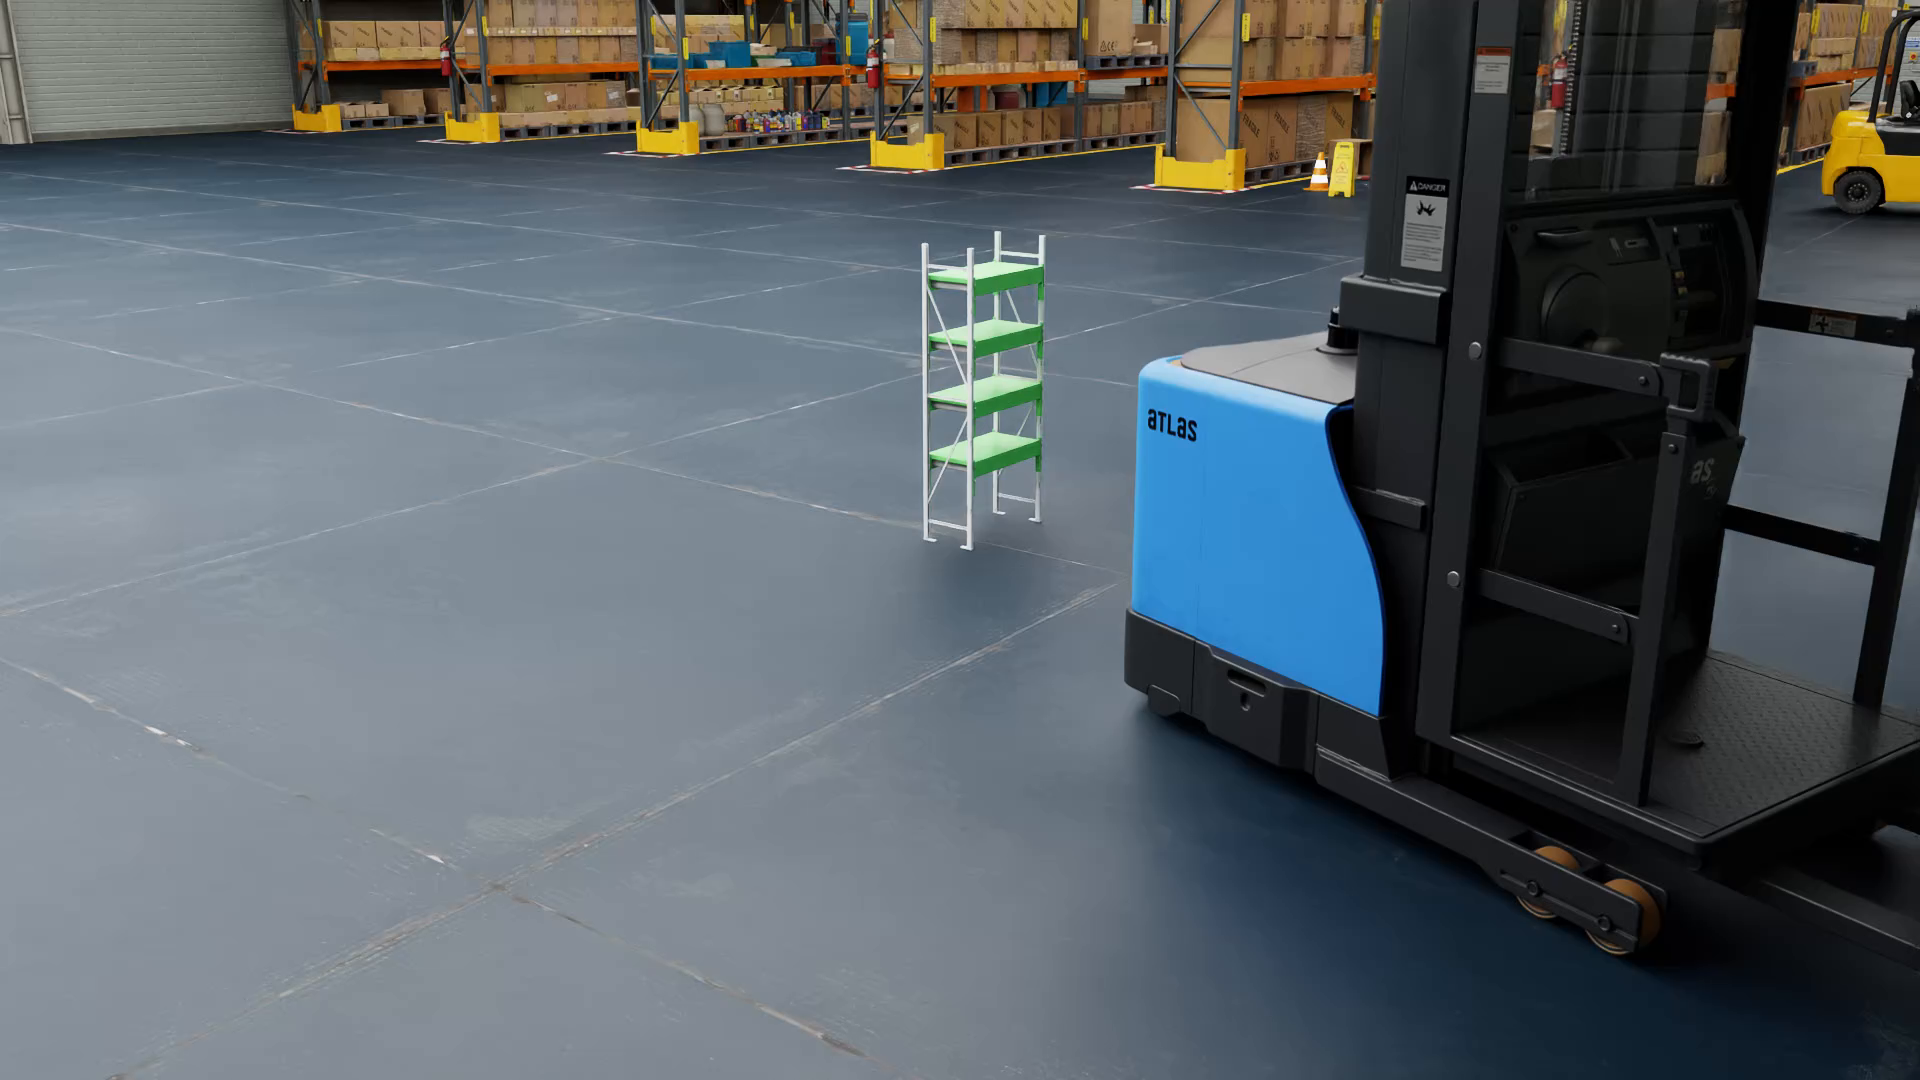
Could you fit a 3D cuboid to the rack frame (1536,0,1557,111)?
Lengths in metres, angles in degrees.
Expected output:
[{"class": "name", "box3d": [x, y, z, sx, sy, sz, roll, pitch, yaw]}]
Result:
[{"class": "rack frame", "box3d": [10.252, -8.863, 30.277, 1.000, 3.000, 0.127, 12, 21, 35]}]

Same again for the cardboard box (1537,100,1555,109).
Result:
[{"class": "cardboard box", "box3d": [10.835, -8.087, 30.873, 0.380, 0.149, 0.250, 14, 22, 37]}]

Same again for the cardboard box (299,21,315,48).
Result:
[{"class": "cardboard box", "box3d": [-12.646, -9.977, 32.820, 0.500, 0.500, 0.500, 12, 21, 34]}]

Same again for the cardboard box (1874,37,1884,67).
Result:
[{"class": "cardboard box", "box3d": [15.689, -8.485, 28.891, 0.500, 0.500, 0.500, 13, 22, 36]}]

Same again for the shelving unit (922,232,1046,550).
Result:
[{"class": "shelving unit", "box3d": [0.099, -0.612, 6.744, 0.258, 1.200, 0.503, 12, 21, 35]}]

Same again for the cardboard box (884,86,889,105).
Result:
[{"class": "cardboard box", "box3d": [-1.990, -10.247, 38.206, 0.500, 0.500, 0.500, 13, 21, 35]}]

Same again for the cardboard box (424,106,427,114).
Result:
[{"class": "cardboard box", "box3d": [-11.342, -8.955, 34.639, 0.380, 0.149, 0.250, 10, 20, 30]}]

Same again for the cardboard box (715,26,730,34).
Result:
[{"class": "cardboard box", "box3d": [-5.974, -12.311, 40.677, 0.500, 0.500, 0.500, 13, 21, 35]}]

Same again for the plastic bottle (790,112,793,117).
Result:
[{"class": "plastic bottle", "box3d": [-3.043, -7.547, 29.879, 0.061, 0.283, 0.133, 12, 21, 35]}]

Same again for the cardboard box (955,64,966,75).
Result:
[{"class": "cardboard box", "box3d": [-0.135, -6.924, 24.458, 0.380, 0.149, 0.250, 12, 21, 35]}]

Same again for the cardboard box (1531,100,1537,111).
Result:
[{"class": "cardboard box", "box3d": [10.013, -7.649, 29.875, 0.500, 0.500, 0.500, 12, 21, 34]}]

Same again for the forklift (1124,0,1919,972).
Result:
[{"class": "forklift", "box3d": [1.754, -0.622, 3.855, 1.130, 2.935, 3.031, -11, 21, -33]}]

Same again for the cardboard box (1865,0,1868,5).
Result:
[{"class": "cardboard box", "box3d": [14.823, -8.941, 27.579, 0.380, 0.149, 0.250, 13, 21, 35]}]

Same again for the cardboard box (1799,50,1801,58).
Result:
[{"class": "cardboard box", "box3d": [11.796, -6.944, 23.813, 0.380, 0.149, 0.250, 13, 21, 36]}]

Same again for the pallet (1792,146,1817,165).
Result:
[{"class": "pallet", "box3d": [12.434, -5.902, 25.445, 1.003, 0.211, 1.213, 12, 21, 35]}]

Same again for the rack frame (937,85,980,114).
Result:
[{"class": "rack frame", "box3d": [-0.033, -9.686, 32.928, 1.000, 3.000, 0.127, 12, 21, 35]}]

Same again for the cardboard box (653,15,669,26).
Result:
[{"class": "cardboard box", "box3d": [-7.192, -12.185, 39.006, 0.500, 0.250, 0.500, 12, 21, 34]}]

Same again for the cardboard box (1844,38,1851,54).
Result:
[{"class": "cardboard box", "box3d": [13.928, -7.911, 26.622, 0.500, 0.250, 0.500, 13, 22, 36]}]

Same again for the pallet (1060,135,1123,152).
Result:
[{"class": "pallet", "box3d": [2.024, -6.712, 28.053, 1.003, 0.211, 1.213, 12, 21, 35]}]

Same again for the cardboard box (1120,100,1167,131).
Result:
[{"class": "cardboard box", "box3d": [3.242, -7.530, 29.457, 0.700, 0.500, 0.500, 10, 20, 30]}]

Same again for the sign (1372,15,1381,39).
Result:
[{"class": "sign", "box3d": [5.931, -7.311, 23.687, 0.100, 0.325, 0.005, 12, 21, 35]}]

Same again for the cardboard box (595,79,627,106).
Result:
[{"class": "cardboard box", "box3d": [-6.920, -8.800, 32.738, 0.500, 0.500, 0.500, 12, 21, 35]}]

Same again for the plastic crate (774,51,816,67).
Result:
[{"class": "plastic crate", "box3d": [-2.857, -8.351, 28.878, 0.499, 0.251, 0.616, 12, 21, 35]}]

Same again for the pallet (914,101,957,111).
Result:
[{"class": "pallet", "box3d": [-0.489, -10.638, 40.696, 1.003, 0.211, 1.213, 12, 21, 35]}]

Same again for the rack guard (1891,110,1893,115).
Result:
[{"class": "rack guard", "box3d": [16.685, -7.777, 30.995, 1.175, 0.500, 0.348, 12, 21, 35]}]

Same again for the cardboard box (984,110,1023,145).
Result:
[{"class": "cardboard box", "box3d": [0.649, -6.477, 26.101, 0.500, 0.500, 0.500, 10, 20, 30]}]

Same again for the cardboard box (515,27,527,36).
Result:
[{"class": "cardboard box", "box3d": [-8.064, -9.192, 30.075, 0.380, 0.149, 0.250, 13, 21, 35]}]

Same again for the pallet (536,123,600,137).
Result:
[{"class": "pallet", "box3d": [-7.626, -7.804, 31.569, 1.003, 0.211, 1.213, 12, 21, 35]}]

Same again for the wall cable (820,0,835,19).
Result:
[{"class": "wall cable", "box3d": [-3.219, -14.299, 46.070, 0.084, 1.984, 1.851, 12, 21, 35]}]

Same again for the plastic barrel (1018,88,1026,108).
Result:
[{"class": "plastic barrel", "box3d": [1.183, -9.237, 34.969, 0.421, 0.512, 0.421, 0, 17, 0]}]

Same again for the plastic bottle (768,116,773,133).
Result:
[{"class": "plastic bottle", "box3d": [-3.265, -7.146, 28.607, 0.097, 0.271, 0.097, 0, 17, 0]}]

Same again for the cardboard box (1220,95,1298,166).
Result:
[{"class": "cardboard box", "box3d": [3.975, -5.574, 22.560, 0.875, 0.875, 0.875, 12, 21, 34]}]

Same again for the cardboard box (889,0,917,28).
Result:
[{"class": "cardboard box", "box3d": [-0.692, -7.747, 24.329, 0.500, 0.500, 0.500, 12, 21, 35]}]

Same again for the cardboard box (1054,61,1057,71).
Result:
[{"class": "cardboard box", "box3d": [1.316, -7.528, 26.402, 0.380, 0.149, 0.250, 12, 21, 35]}]

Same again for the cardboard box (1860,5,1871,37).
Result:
[{"class": "cardboard box", "box3d": [14.765, -8.608, 27.602, 0.500, 0.500, 0.500, 13, 21, 35]}]

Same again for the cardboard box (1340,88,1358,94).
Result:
[{"class": "cardboard box", "box3d": [7.852, -9.519, 35.263, 0.875, 0.875, 0.875, 12, 21, 35]}]

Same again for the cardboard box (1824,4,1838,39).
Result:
[{"class": "cardboard box", "box3d": [13.003, -7.900, 25.320, 0.500, 0.500, 0.500, 13, 22, 36]}]

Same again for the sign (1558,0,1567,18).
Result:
[{"class": "sign", "box3d": [6.703, -5.961, 18.447, 0.100, 0.325, 0.005, 12, 21, 35]}]

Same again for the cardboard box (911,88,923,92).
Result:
[{"class": "cardboard box", "box3d": [-1.067, -10.805, 40.324, 0.500, 0.311, 0.500, 12, 21, 35]}]

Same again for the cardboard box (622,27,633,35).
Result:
[{"class": "cardboard box", "box3d": [-6.531, -9.806, 32.051, 0.380, 0.149, 0.250, 12, 21, 34]}]

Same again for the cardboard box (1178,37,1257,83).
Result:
[{"class": "cardboard box", "box3d": [3.286, -6.173, 21.362, 0.875, 0.550, 0.550, 12, 21, 35]}]

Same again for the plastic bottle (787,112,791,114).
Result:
[{"class": "plastic bottle", "box3d": [-3.129, -7.562, 29.940, 0.152, 0.276, 0.135, 13, 22, 37]}]

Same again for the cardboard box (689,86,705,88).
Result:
[{"class": "cardboard box", "box3d": [-5.474, -9.274, 34.585, 0.500, 0.311, 0.500, 12, 21, 34]}]

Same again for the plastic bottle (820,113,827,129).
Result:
[{"class": "plastic bottle", "box3d": [-2.438, -7.473, 29.641, 0.061, 0.283, 0.133, 14, 22, 37]}]

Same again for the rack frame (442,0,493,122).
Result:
[{"class": "rack frame", "box3d": [-8.775, -8.657, 29.613, 1.000, 3.000, 0.127, 12, 21, 35]}]

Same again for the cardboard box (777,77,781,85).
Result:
[{"class": "cardboard box", "box3d": [-4.776, -11.675, 42.840, 0.700, 0.500, 0.500, 12, 21, 34]}]

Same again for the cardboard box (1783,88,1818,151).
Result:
[{"class": "cardboard box", "box3d": [12.382, -6.395, 25.205, 0.875, 0.875, 0.875, 12, 21, 34]}]

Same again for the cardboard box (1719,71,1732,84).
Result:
[{"class": "cardboard box", "box3d": [9.431, -5.796, 20.824, 0.380, 0.149, 0.250, 13, 21, 36]}]

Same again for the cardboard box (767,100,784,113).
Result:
[{"class": "cardboard box", "box3d": [-4.126, -9.281, 35.552, 0.500, 0.250, 0.500, 13, 21, 36]}]

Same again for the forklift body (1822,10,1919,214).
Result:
[{"class": "forklift body", "box3d": [10.790, -4.647, 18.131, 2.313, 2.155, 1.214, 12, 21, 35]}]

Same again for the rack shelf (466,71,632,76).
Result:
[{"class": "rack shelf", "box3d": [-9.181, -10.617, 37.138, 1.077, 0.370, 4.000, 12, 21, 35]}]

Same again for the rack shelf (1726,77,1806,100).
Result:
[{"class": "rack shelf", "box3d": [10.712, -6.240, 23.043, 1.077, 0.370, 4.000, 12, 21, 35]}]

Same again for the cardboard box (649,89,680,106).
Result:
[{"class": "cardboard box", "box3d": [-5.946, -8.819, 33.119, 0.500, 0.311, 0.500, 13, 21, 35]}]

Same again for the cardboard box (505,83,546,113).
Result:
[{"class": "cardboard box", "box3d": [-7.981, -8.110, 30.517, 0.500, 0.500, 0.500, 12, 21, 35]}]

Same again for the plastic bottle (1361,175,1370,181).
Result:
[{"class": "plastic bottle", "box3d": [5.555, -4.874, 22.386, 0.283, 0.061, 0.133, 5, 18, 16]}]

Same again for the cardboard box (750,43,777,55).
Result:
[{"class": "cardboard box", "box3d": [-4.260, -10.441, 35.508, 0.500, 0.311, 0.500, 14, 22, 38]}]
